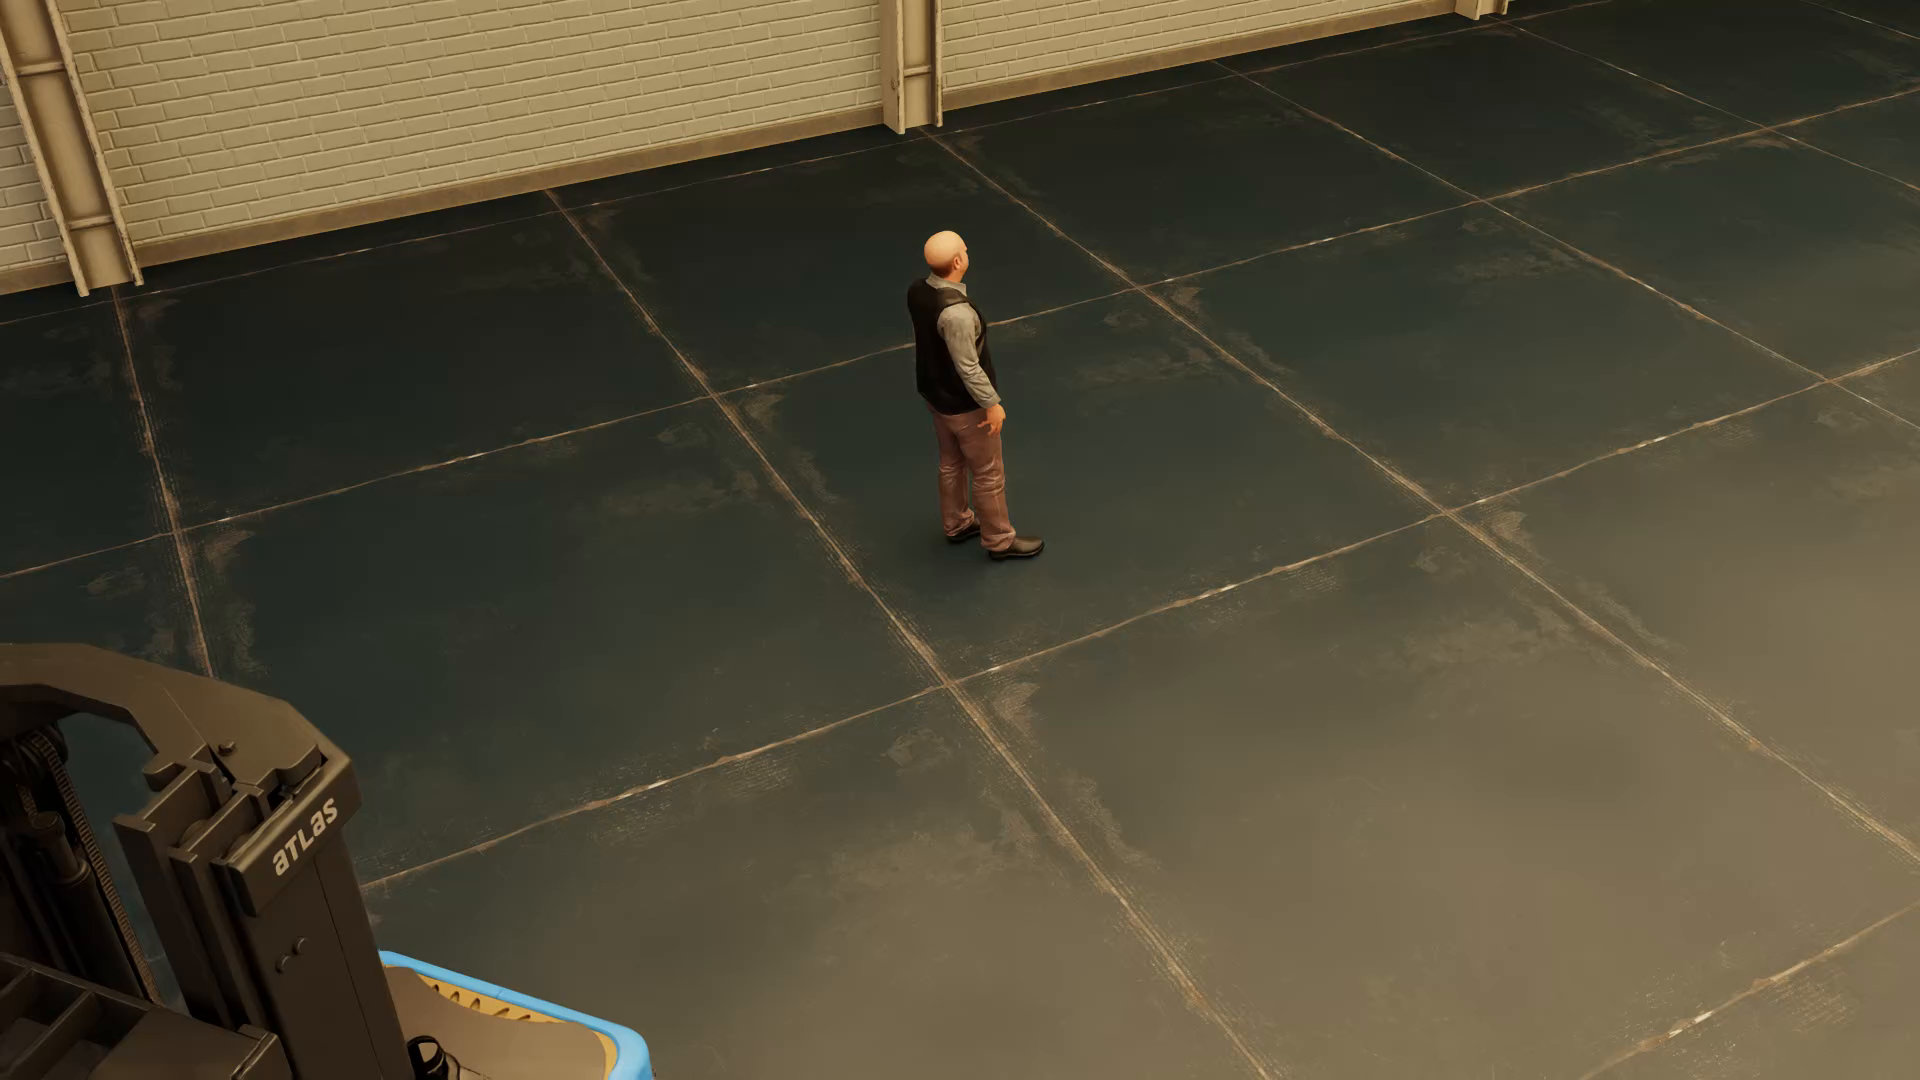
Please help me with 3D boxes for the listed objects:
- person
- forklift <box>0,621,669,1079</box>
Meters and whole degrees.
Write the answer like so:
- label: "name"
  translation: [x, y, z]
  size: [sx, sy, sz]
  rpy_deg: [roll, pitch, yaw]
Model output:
- label: "person"
  translation: [0.059, -0.723, 8.180]
  size: [0.566, 1.723, 0.634]
  rpy_deg: [-17, 39, -23]
- label: "forklift"
  translation: [-1.843, 1.765, 3.626]
  size: [1.130, 2.935, 3.031]
  rpy_deg: [12, 37, 17]
